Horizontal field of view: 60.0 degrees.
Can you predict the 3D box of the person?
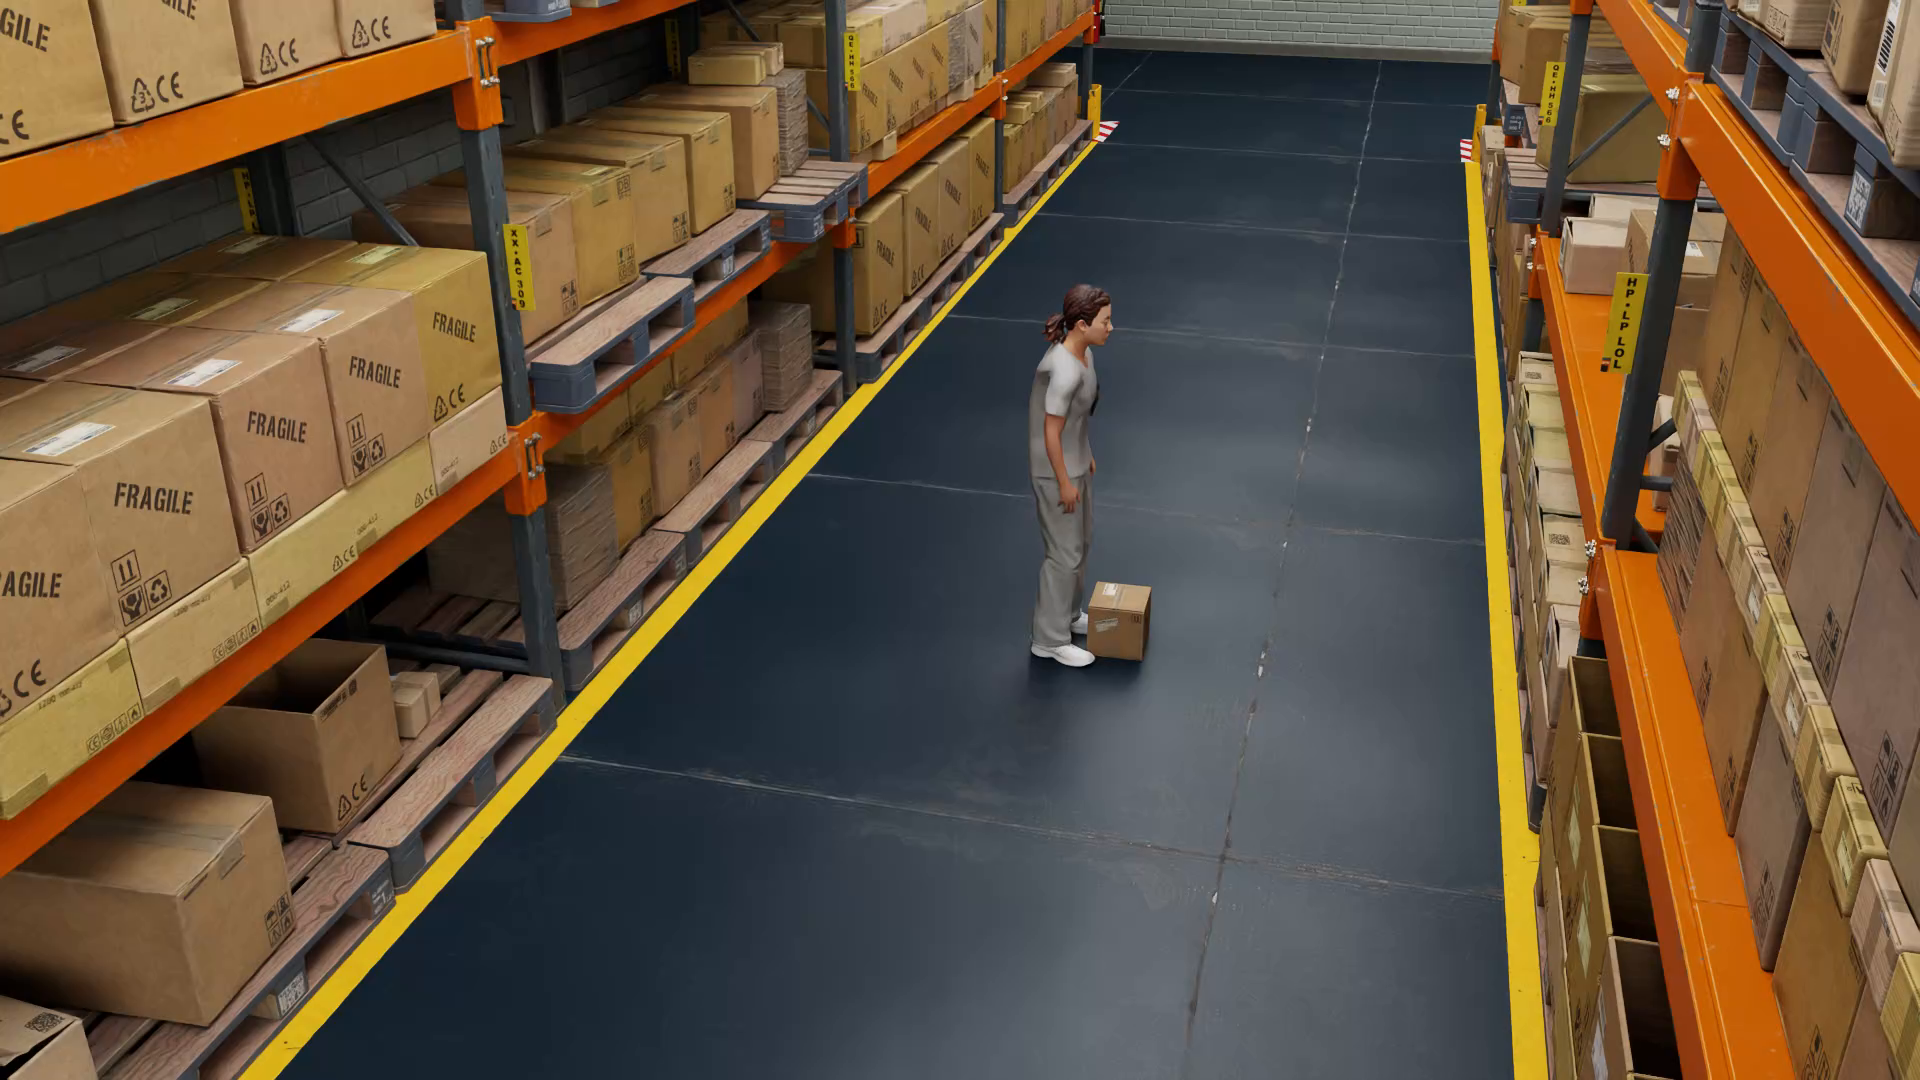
[{"bbox_3d":[0.477,-0.299,7.240,0.357,1.673,0.486,7,26,13],"label":"person"}]
